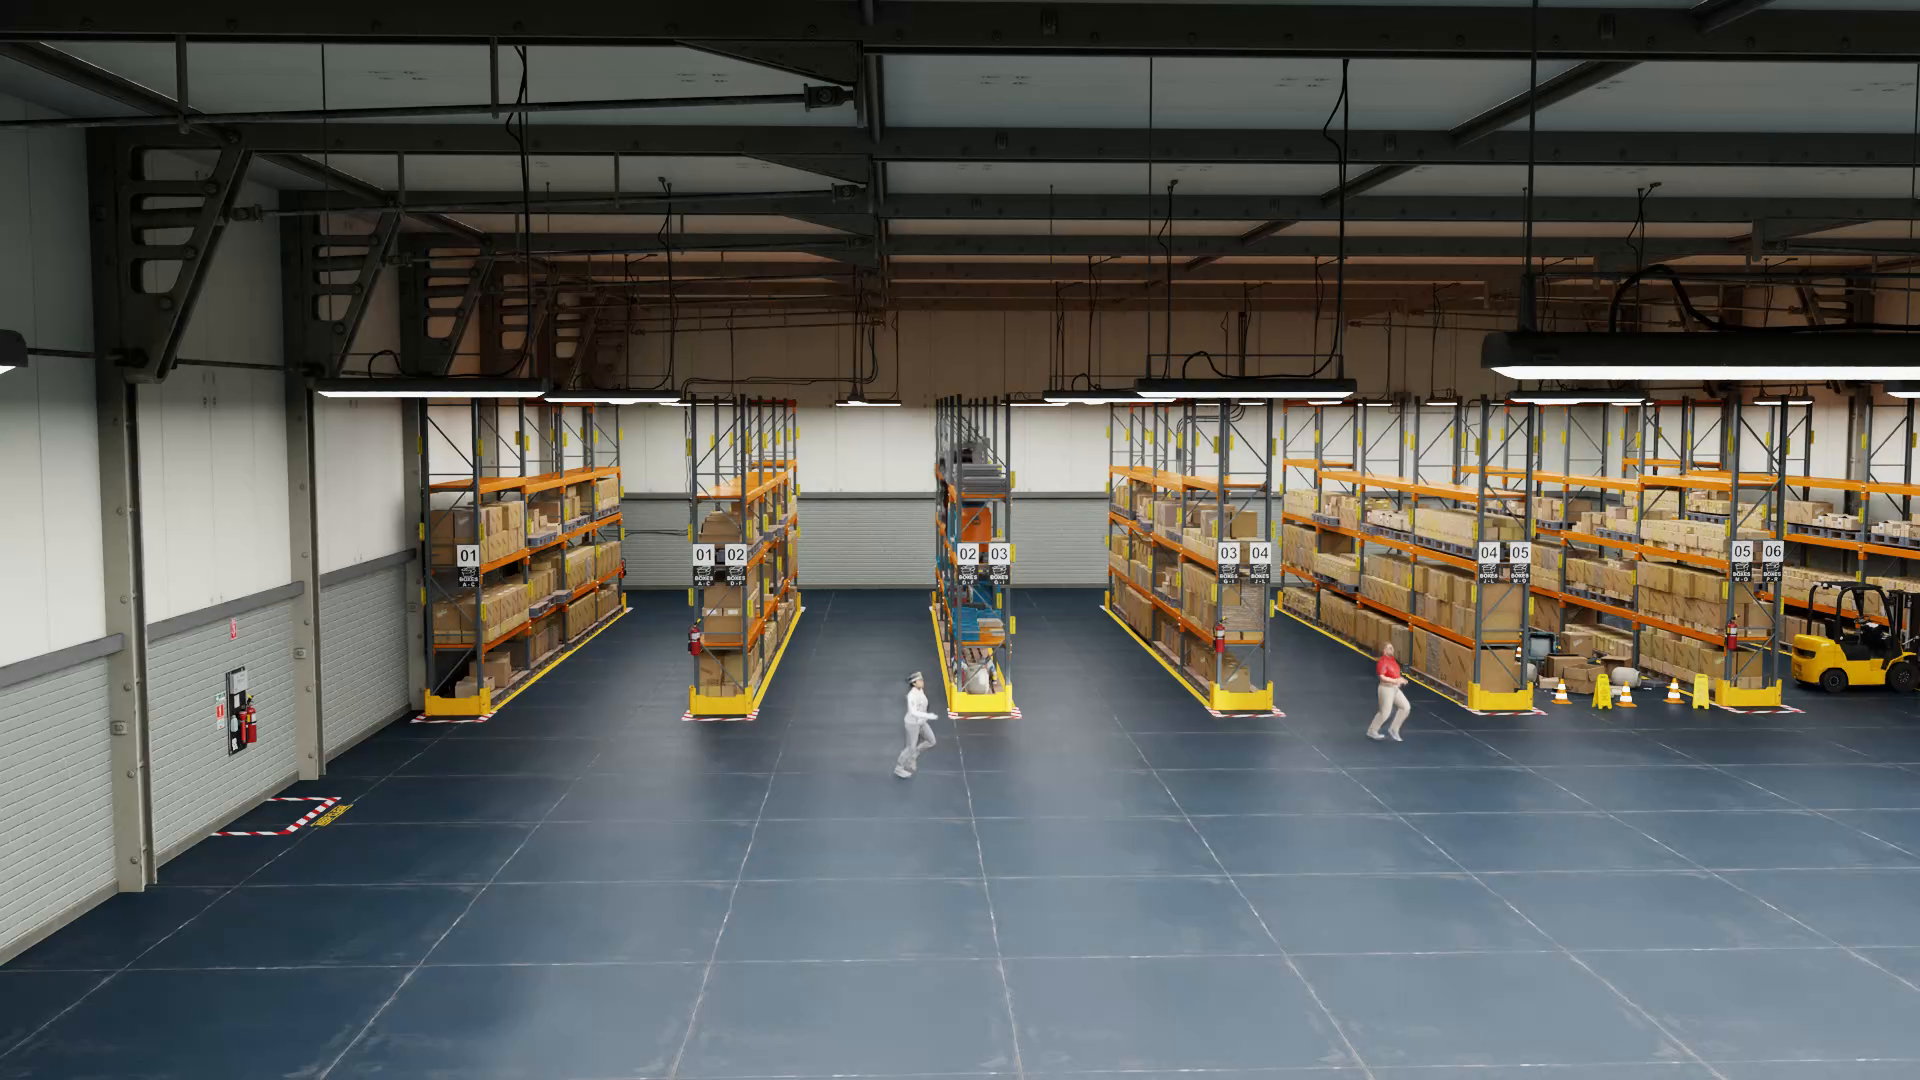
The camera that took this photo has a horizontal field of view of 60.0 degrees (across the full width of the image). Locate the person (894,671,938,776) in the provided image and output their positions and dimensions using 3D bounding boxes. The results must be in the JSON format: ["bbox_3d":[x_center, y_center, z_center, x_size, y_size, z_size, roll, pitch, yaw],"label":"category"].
[{"bbox_3d":[-0.658,2.850,25.893,0.729,1.651,0.634,2,5,21],"label":"person"}]

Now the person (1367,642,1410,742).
[{"bbox_3d":[7.409,2.637,28.680,0.737,1.754,0.671,4,6,41],"label":"person"}]
